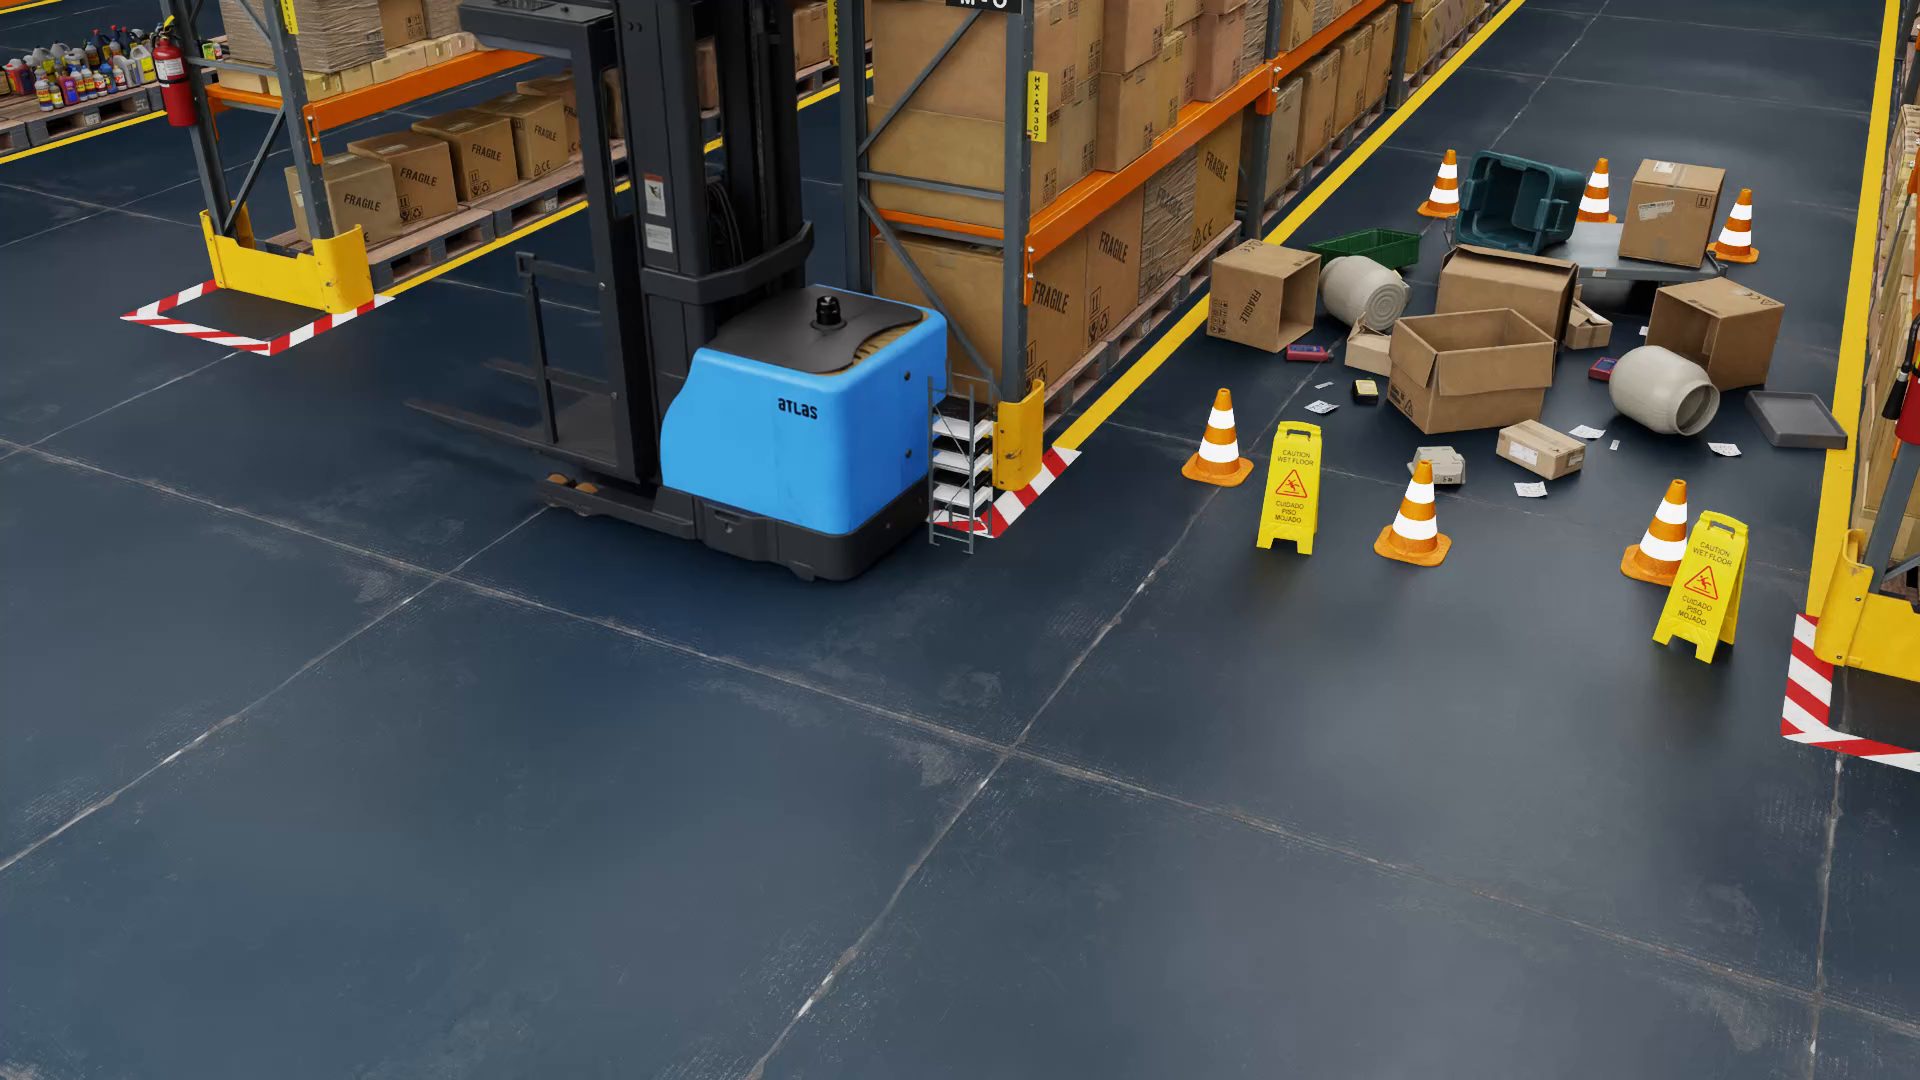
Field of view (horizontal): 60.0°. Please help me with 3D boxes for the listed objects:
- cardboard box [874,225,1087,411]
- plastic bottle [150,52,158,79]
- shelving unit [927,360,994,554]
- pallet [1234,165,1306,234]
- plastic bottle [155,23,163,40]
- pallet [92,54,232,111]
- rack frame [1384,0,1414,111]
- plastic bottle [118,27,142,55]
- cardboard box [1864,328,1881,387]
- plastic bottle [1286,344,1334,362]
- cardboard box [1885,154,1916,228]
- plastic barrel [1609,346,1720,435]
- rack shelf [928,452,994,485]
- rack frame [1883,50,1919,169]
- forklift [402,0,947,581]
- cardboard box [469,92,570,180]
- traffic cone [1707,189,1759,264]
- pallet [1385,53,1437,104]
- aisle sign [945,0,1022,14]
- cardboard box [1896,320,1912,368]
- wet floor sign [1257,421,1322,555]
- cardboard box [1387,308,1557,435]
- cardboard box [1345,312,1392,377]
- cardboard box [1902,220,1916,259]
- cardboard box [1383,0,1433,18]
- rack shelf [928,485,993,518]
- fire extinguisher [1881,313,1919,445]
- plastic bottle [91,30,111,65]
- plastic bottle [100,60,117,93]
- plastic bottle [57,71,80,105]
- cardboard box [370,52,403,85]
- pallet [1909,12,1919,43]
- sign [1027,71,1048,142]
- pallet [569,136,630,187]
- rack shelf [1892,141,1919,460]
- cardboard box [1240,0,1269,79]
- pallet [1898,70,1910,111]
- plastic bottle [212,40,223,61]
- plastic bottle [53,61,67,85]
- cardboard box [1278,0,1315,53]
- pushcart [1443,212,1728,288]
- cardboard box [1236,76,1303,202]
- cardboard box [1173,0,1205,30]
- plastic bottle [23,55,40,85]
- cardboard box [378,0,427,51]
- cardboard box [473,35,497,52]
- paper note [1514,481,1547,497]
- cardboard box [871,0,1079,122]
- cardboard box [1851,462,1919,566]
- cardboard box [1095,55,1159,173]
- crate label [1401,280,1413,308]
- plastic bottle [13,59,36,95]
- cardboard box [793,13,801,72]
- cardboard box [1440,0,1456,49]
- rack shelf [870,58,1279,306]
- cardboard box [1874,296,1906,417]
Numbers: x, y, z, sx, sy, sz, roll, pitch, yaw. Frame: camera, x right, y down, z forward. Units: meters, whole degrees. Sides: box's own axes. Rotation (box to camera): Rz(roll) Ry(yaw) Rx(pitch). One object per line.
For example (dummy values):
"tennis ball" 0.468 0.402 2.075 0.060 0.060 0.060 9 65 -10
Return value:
"cardboard box" 0.123 -1.340 9.284 0.875 0.875 0.875 14 33 24
"plastic bottle" -7.244 -4.326 15.057 0.061 0.283 0.133 17 34 27
"shelving unit" 0.004 -0.394 8.032 0.258 0.900 0.210 14 33 23
"pallet" 1.980 -2.687 12.717 1.003 0.211 1.213 14 33 23
"plastic bottle" -7.618 -4.797 15.888 0.097 0.271 0.097 0 30 0
"pallet" -7.426 -4.333 15.584 1.003 0.211 1.213 14 33 23
"rack frame" 3.518 -5.310 14.485 1.000 3.000 0.127 14 33 23
"plastic bottle" -7.692 -4.576 15.425 0.144 0.351 0.185 14 33 23
"cardboard box" 5.406 -1.009 9.335 0.500 0.250 0.500 16 34 26
"plastic bottle" 2.142 -1.142 10.177 0.283 0.061 0.133 4 30 6
"cardboard box" 7.025 -2.363 11.569 0.950 0.372 0.625 15 33 25
"plastic barrel" 3.919 -0.828 9.266 0.421 0.421 0.512 -12 32 -20
"rack shelf" 0.004 -0.365 8.049 0.258 0.077 0.200 14 33 23
"rack frame" 7.970 -4.232 12.608 1.000 3.000 0.127 14 33 23
"forklift" -1.582 -1.601 8.095 3.031 2.935 1.130 16 34 26
"cardboard box" -3.359 -3.088 12.704 0.500 0.500 0.500 11 32 19
"traffic cone" 5.467 -2.226 11.662 0.336 0.463 0.334 14 33 23
"pallet" 3.875 -4.447 15.782 1.003 0.211 1.213 14 33 23
"aisle sign" 0.108 -2.792 7.489 0.394 0.787 0.004 14 33 23
"cardboard box" 4.566 -0.874 7.695 0.380 0.149 0.250 15 33 25
"wet floor sign" 1.623 -0.281 8.091 0.267 0.644 0.232 9 31 15
"cardboard box" 2.872 -0.956 9.410 0.797 0.503 0.637 -7 31 -11
"cardboard box" 2.552 -1.172 10.024 0.396 0.266 0.258 21 36 32
"cardboard box" 5.296 -1.585 8.933 0.380 0.149 0.250 16 33 25
"cardboard box" 4.047 -4.984 15.253 0.500 0.250 0.500 13 32 21
"rack shelf" 0.004 -0.209 8.138 0.258 0.077 0.200 14 33 23
"fire extinguisher" 3.864 -0.706 6.545 0.296 0.674 0.183 14 33 23
"plastic bottle" -7.906 -4.525 15.337 0.144 0.351 0.185 13 32 21
"plastic bottle" -7.508 -4.084 14.648 0.097 0.271 0.097 0 30 0
"plastic bottle" -7.682 -3.900 14.314 0.061 0.283 0.133 15 33 24
"cardboard box" -3.896 -3.111 10.908 0.380 0.149 0.250 14 33 23
"pallet" 10.209 -5.116 16.946 1.003 0.211 1.213 14 33 23
"sign" 0.365 -2.045 7.850 0.100 0.325 0.005 14 33 23
"pallet" -2.948 -3.192 13.597 1.003 0.211 1.213 14 33 23
"rack shelf" 5.237 -1.260 8.155 1.077 0.370 4.000 14 33 23
"cardboard box" 1.538 -3.436 11.070 0.875 0.550 0.550 14 33 23
"pallet" 8.954 -3.894 14.819 1.003 0.211 1.213 14 33 23
"plastic bottle" -6.971 -4.576 15.575 0.097 0.201 0.097 0 30 0
"plastic bottle" -8.057 -4.182 14.888 0.097 0.201 0.097 0 30 0
"cardboard box" 2.175 -3.753 11.672 0.500 0.500 0.500 15 33 24
"pushcart" 4.096 -1.817 11.035 1.648 0.377 0.936 4 30 6
"cardboard box" 1.898 -3.039 12.368 1.050 0.750 0.750 14 33 23
"cardboard box" 0.981 -3.436 9.987 0.875 0.550 0.550 14 33 23
"plastic bottle" -8.256 -4.148 14.754 0.152 0.276 0.135 13 32 22
"cardboard box" -4.100 -3.593 11.095 0.875 0.500 0.500 14 33 23
"cardboard box" -3.384 -3.540 11.655 0.380 0.149 0.250 14 33 23
"paper note" 2.985 -0.269 8.687 0.148 0.019 0.142 4 30 6
"cardboard box" 0.077 -2.453 8.274 0.875 0.550 0.550 14 33 23
"cardboard box" 4.466 -0.105 7.761 0.500 0.250 0.500 14 33 23
"cardboard box" 0.600 -2.472 9.392 0.875 0.550 0.550 14 33 23
"crate label" 2.817 -1.636 10.961 0.298 0.136 0.250 -7 31 -11
"plastic bottle" -8.225 -4.066 14.603 0.061 0.283 0.133 14 33 23
"cardboard box" -1.886 -4.536 15.206 0.700 0.500 0.500 11 32 19
"cardboard box" 4.523 -5.116 16.236 0.500 0.500 0.500 13 32 22
"rack shelf" 0.784 -2.338 10.032 1.077 0.370 4.000 14 33 23
"cardboard box" 4.930 -0.869 8.338 0.500 0.500 0.500 14 33 22
